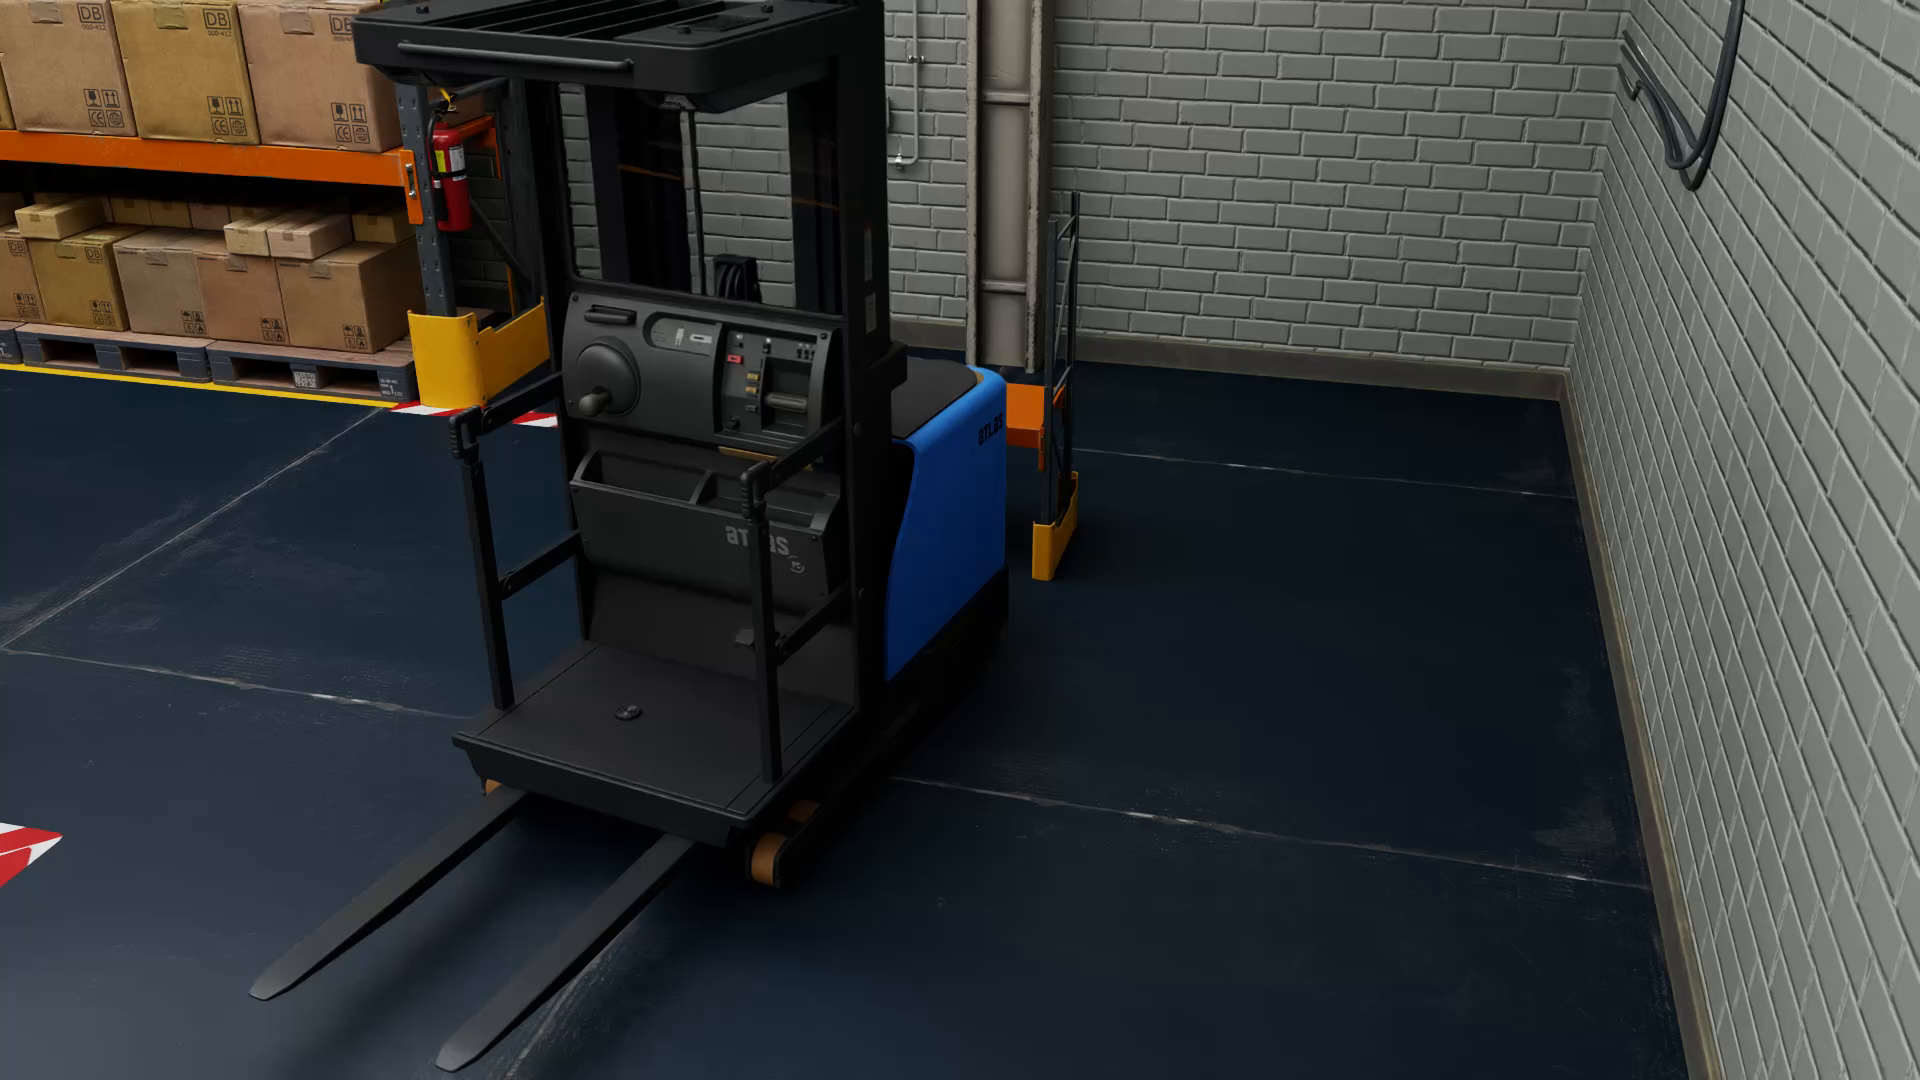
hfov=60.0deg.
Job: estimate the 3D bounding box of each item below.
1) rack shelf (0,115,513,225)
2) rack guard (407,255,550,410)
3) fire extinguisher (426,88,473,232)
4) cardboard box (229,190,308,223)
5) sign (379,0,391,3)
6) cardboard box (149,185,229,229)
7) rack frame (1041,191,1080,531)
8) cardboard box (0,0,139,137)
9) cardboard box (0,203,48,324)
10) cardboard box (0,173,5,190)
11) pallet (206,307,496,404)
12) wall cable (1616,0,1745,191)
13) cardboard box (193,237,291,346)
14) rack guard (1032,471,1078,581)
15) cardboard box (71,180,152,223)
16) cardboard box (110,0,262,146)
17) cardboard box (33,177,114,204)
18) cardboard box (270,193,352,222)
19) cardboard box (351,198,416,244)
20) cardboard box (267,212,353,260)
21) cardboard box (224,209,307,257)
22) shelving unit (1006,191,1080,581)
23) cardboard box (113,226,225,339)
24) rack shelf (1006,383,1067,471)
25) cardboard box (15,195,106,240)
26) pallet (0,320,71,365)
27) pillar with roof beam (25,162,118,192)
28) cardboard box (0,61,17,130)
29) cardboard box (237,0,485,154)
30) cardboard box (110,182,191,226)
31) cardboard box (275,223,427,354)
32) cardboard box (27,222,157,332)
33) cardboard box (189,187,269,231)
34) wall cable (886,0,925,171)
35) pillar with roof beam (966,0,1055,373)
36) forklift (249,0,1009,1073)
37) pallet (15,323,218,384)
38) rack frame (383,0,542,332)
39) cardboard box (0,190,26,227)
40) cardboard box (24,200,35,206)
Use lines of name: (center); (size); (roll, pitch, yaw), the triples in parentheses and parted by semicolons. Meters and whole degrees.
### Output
rack shelf: (-4.506, -2.177, 9.170); (4.000, 0.370, 1.077); (6, 26, 13)
rack guard: (-2.546, -1.157, 9.098); (0.348, 0.500, 1.175); (6, 26, 13)
fire extinguisher: (-2.538, -1.876, 8.225); (0.183, 0.674, 0.296); (6, 26, 13)
cardboard box: (-3.834, -1.826, 9.260); (0.250, 0.149, 0.380); (7, 26, 13)
sign: (-2.717, -2.693, 7.795); (0.005, 0.325, 0.100); (6, 26, 13)
cardboard box: (-4.329, -1.880, 9.374); (0.250, 0.149, 0.380); (7, 26, 14)
rack frame: (0.410, -0.632, 6.832); (0.032, 1.500, 0.500); (6, 26, 13)
cardboard box: (-4.509, -2.632, 8.941); (0.700, 0.700, 0.980); (5, 26, 10)
cardboard box: (-5.258, -1.599, 9.539); (0.500, 0.500, 0.700); (6, 26, 12)
cardboard box: (-5.835, -2.045, 9.721); (0.250, 0.149, 0.380); (6, 26, 13)
pallet: (-3.363, -1.082, 9.277); (1.213, 0.211, 1.003); (6, 26, 13)
wall cable: (2.820, -2.840, 6.359); (0.112, 2.526, 3.097); (6, 26, 13)
cardboard box: (-3.756, -1.436, 9.195); (0.500, 0.500, 0.700); (6, 26, 13)
rack guard: (0.408, -0.068, 7.101); (0.087, 0.250, 0.587); (6, 26, 13)
cardboard box: (-4.824, -1.934, 9.488); (0.250, 0.149, 0.380); (7, 26, 14)
cardboard box: (-3.773, -2.547, 8.761); (0.700, 0.700, 0.980); (6, 26, 13)
cardboard box: (-5.069, -1.962, 9.546); (0.250, 0.149, 0.380); (5, 26, 11)
cardboard box: (-3.592, -1.799, 9.203); (0.250, 0.149, 0.380); (6, 26, 13)
cardboard box: (-3.101, -1.745, 9.090); (0.250, 0.149, 0.380); (6, 26, 13)
cardboard box: (-3.441, -1.613, 8.813); (0.250, 0.149, 0.380); (6, 26, 12)
cardboard box: (-3.689, -1.640, 8.870); (0.250, 0.149, 0.380); (7, 26, 14)
shelving unit: (-0.074, -0.685, 6.945); (1.083, 1.500, 0.587); (6, 26, 13)
cardboard box: (-4.244, -1.489, 9.308); (0.500, 0.500, 0.700); (5, 26, 11)
rack shelf: (-0.083, -0.524, 7.024); (1.000, 0.185, 0.538); (6, 26, 13)
cardboard box: (-4.952, -1.779, 9.161); (0.250, 0.149, 0.380); (6, 26, 12)
pallet: (-5.726, -1.343, 9.825); (1.213, 0.211, 1.003); (6, 26, 13)
pillar with roof beam: (-6.622, -3.918, 5.010); (0.400, 9.000, 9.100); (6, 26, 13)
cardboard box: (-5.216, -2.706, 9.096); (0.700, 0.700, 0.980); (6, 26, 12)
cardboard box: (-3.065, -2.474, 8.607); (0.700, 0.700, 0.980); (8, 26, 15)
cardboard box: (-4.574, -1.907, 9.431); (0.250, 0.149, 0.380); (6, 26, 12)
cardboard box: (-3.272, -1.382, 9.083); (0.500, 0.500, 0.700); (6, 26, 13)
cardboard box: (-4.762, -1.543, 9.421); (0.500, 0.500, 0.700); (7, 26, 14)
cardboard box: (-4.080, -1.853, 9.317); (0.250, 0.149, 0.380); (7, 26, 14)
wall cable: (-1.093, -3.003, 8.887); (1.851, 1.984, 0.084); (6, 26, 13)
pillar with roof beam: (-0.811, -3.275, 3.661); (0.400, 9.000, 9.100); (6, 26, 13)
forklift: (-0.893, -0.484, 4.857); (1.130, 2.935, 3.031); (11, 28, 22)
pallet: (-4.541, -1.213, 9.553); (1.213, 0.211, 1.003); (6, 26, 13)
rack frame: (-2.569, -2.288, 8.566); (0.127, 3.000, 1.000); (6, 26, 13)
cardboard box: (-5.458, -1.835, 9.279); (0.250, 0.149, 0.380); (7, 26, 15)
cardboard box: (-5.744, -1.654, 9.655); (0.500, 0.500, 0.700); (7, 26, 14)
